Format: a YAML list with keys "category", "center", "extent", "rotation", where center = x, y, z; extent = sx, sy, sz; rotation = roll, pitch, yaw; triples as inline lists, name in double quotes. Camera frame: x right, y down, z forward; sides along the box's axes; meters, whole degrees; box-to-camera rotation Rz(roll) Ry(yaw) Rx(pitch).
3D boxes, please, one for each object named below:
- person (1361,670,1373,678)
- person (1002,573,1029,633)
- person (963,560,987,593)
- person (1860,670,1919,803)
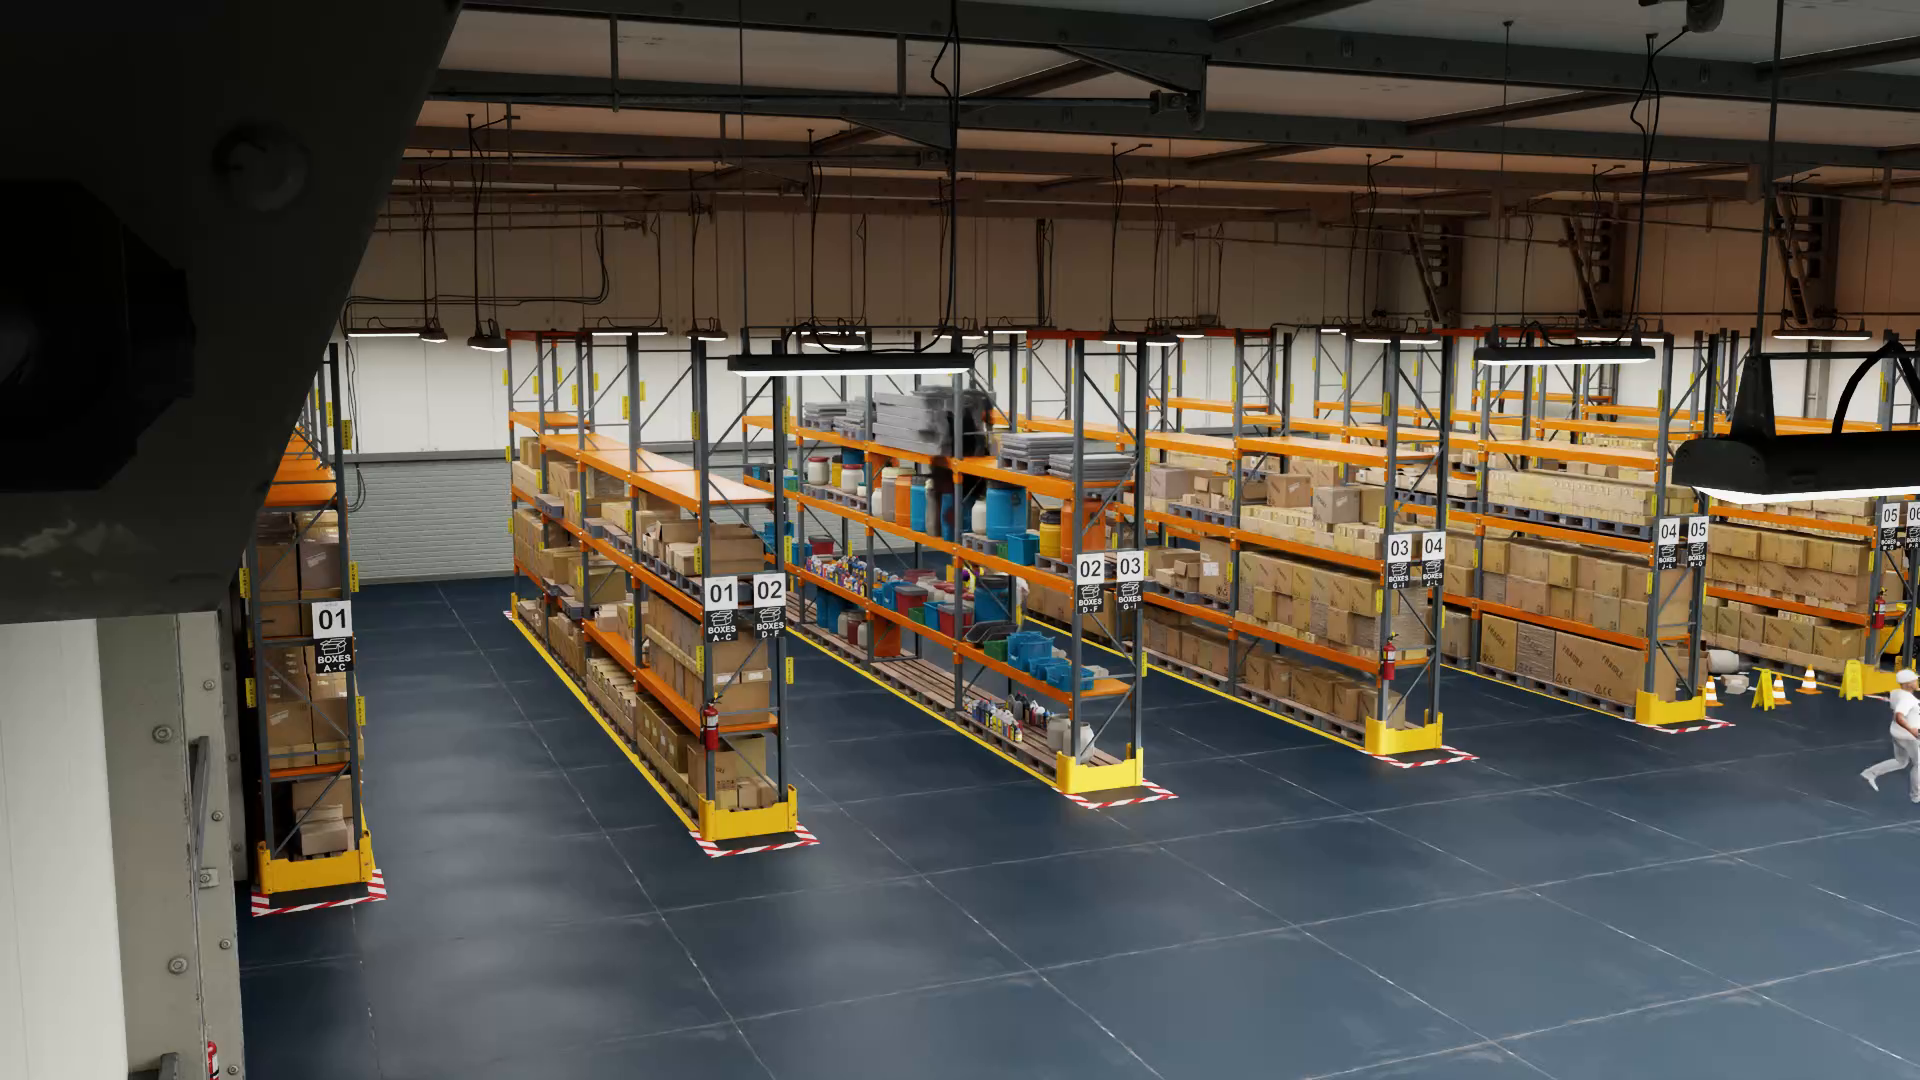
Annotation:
- category: "person"
  center: [7.130, 1.573, 29.102]
  extent: [0.652, 1.654, 0.555]
  rotation: [-5, 9, -31]
- category: "person"
  center: [0.950, 1.245, 30.629]
  extent: [0.697, 1.753, 1.044]
  rotation: [-5, 9, -33]
- category: "person"
  center: [0.306, 1.107, 32.165]
  extent: [0.698, 1.720, 0.575]
  rotation: [-6, 10, -35]
- category: "person"
  center: [12.250, 2.541, 21.584]
  extent: [0.901, 1.742, 0.714]
  rotation: [2, 8, 11]
